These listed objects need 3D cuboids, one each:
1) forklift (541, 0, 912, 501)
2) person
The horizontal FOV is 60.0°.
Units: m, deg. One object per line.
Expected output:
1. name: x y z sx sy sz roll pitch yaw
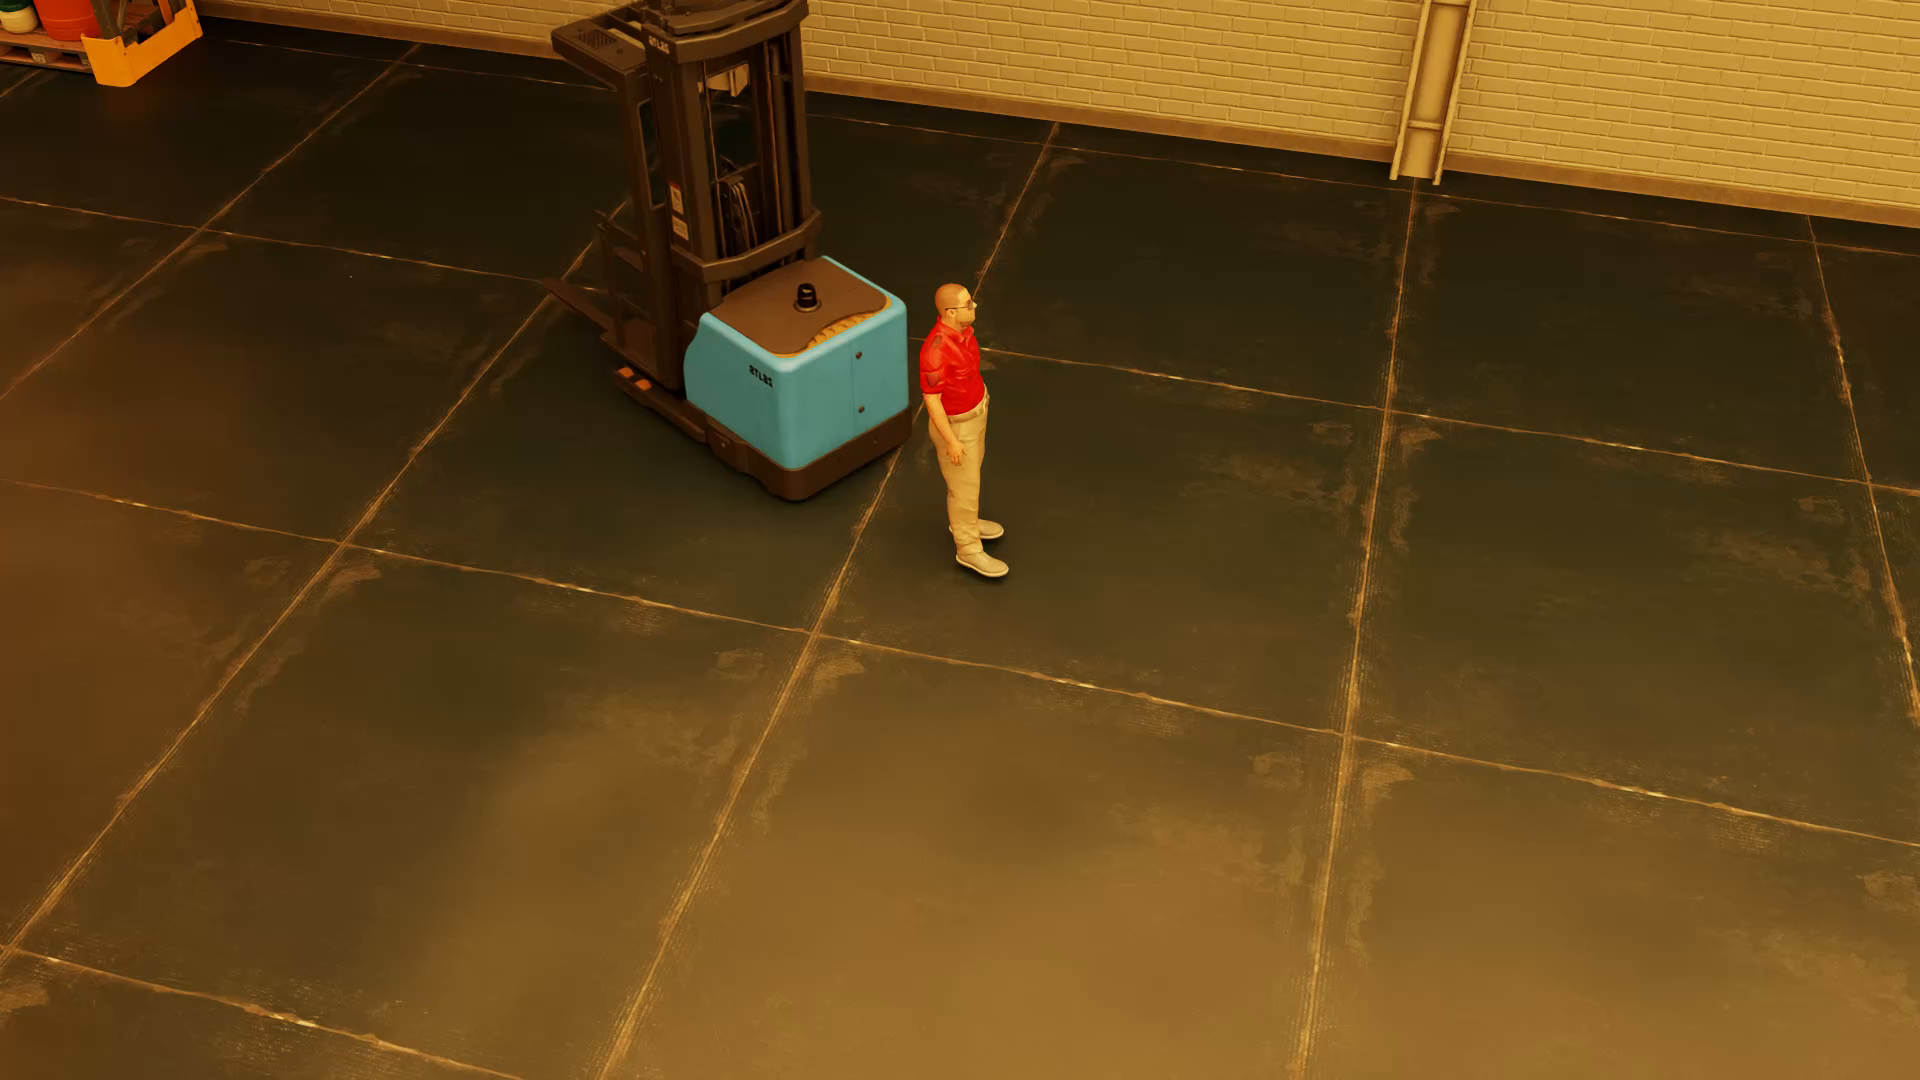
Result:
1. forklift: -1.696 -2.219 10.393 1.130 2.935 3.031 -32 51 -32
2. person: 0.083 -0.662 9.458 0.551 1.728 0.640 10 42 11
